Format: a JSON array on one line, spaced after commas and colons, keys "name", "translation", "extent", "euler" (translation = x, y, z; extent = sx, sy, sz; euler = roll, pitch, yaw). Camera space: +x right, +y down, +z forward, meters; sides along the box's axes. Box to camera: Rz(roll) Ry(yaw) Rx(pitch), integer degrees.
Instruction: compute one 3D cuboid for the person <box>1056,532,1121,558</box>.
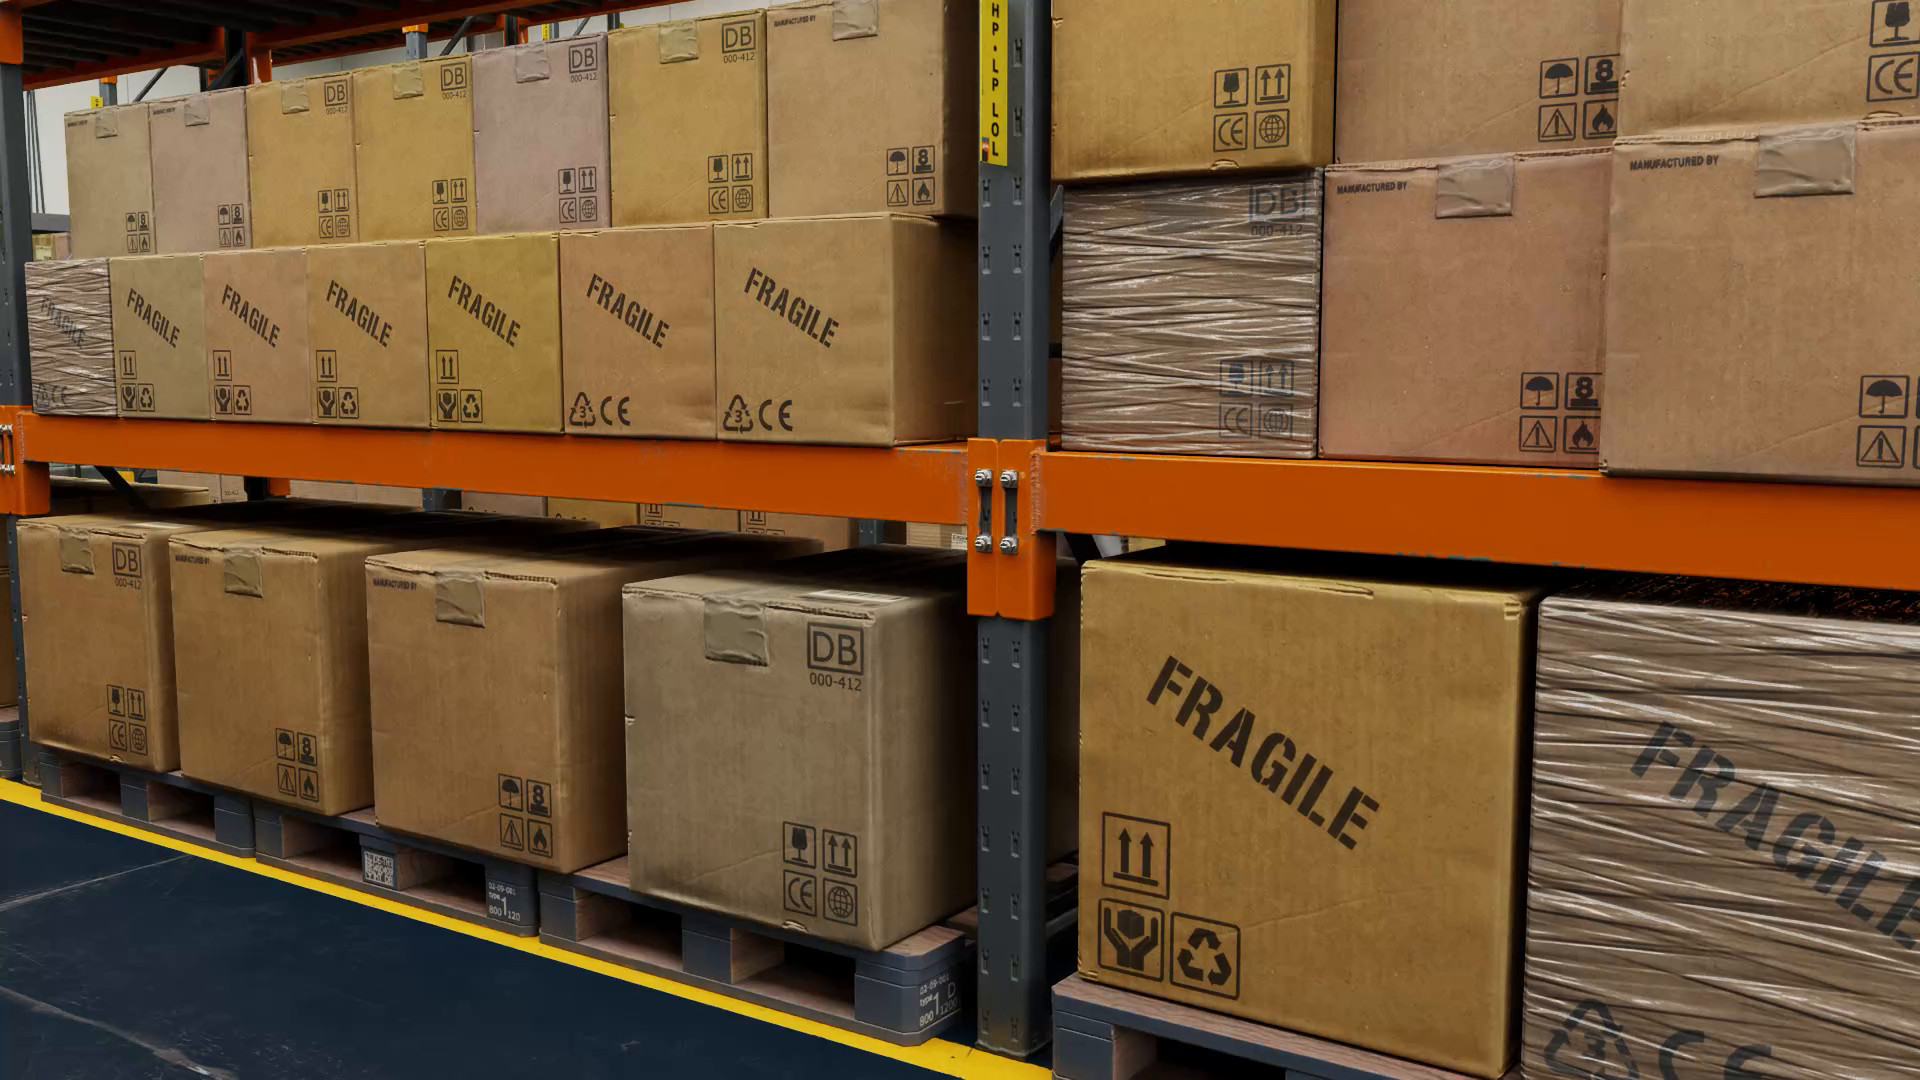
[{"name": "person", "translation": [0.527, -0.154, 7.348], "extent": [0.492, 1.672, 0.361], "euler": [4, 7, 31]}]
